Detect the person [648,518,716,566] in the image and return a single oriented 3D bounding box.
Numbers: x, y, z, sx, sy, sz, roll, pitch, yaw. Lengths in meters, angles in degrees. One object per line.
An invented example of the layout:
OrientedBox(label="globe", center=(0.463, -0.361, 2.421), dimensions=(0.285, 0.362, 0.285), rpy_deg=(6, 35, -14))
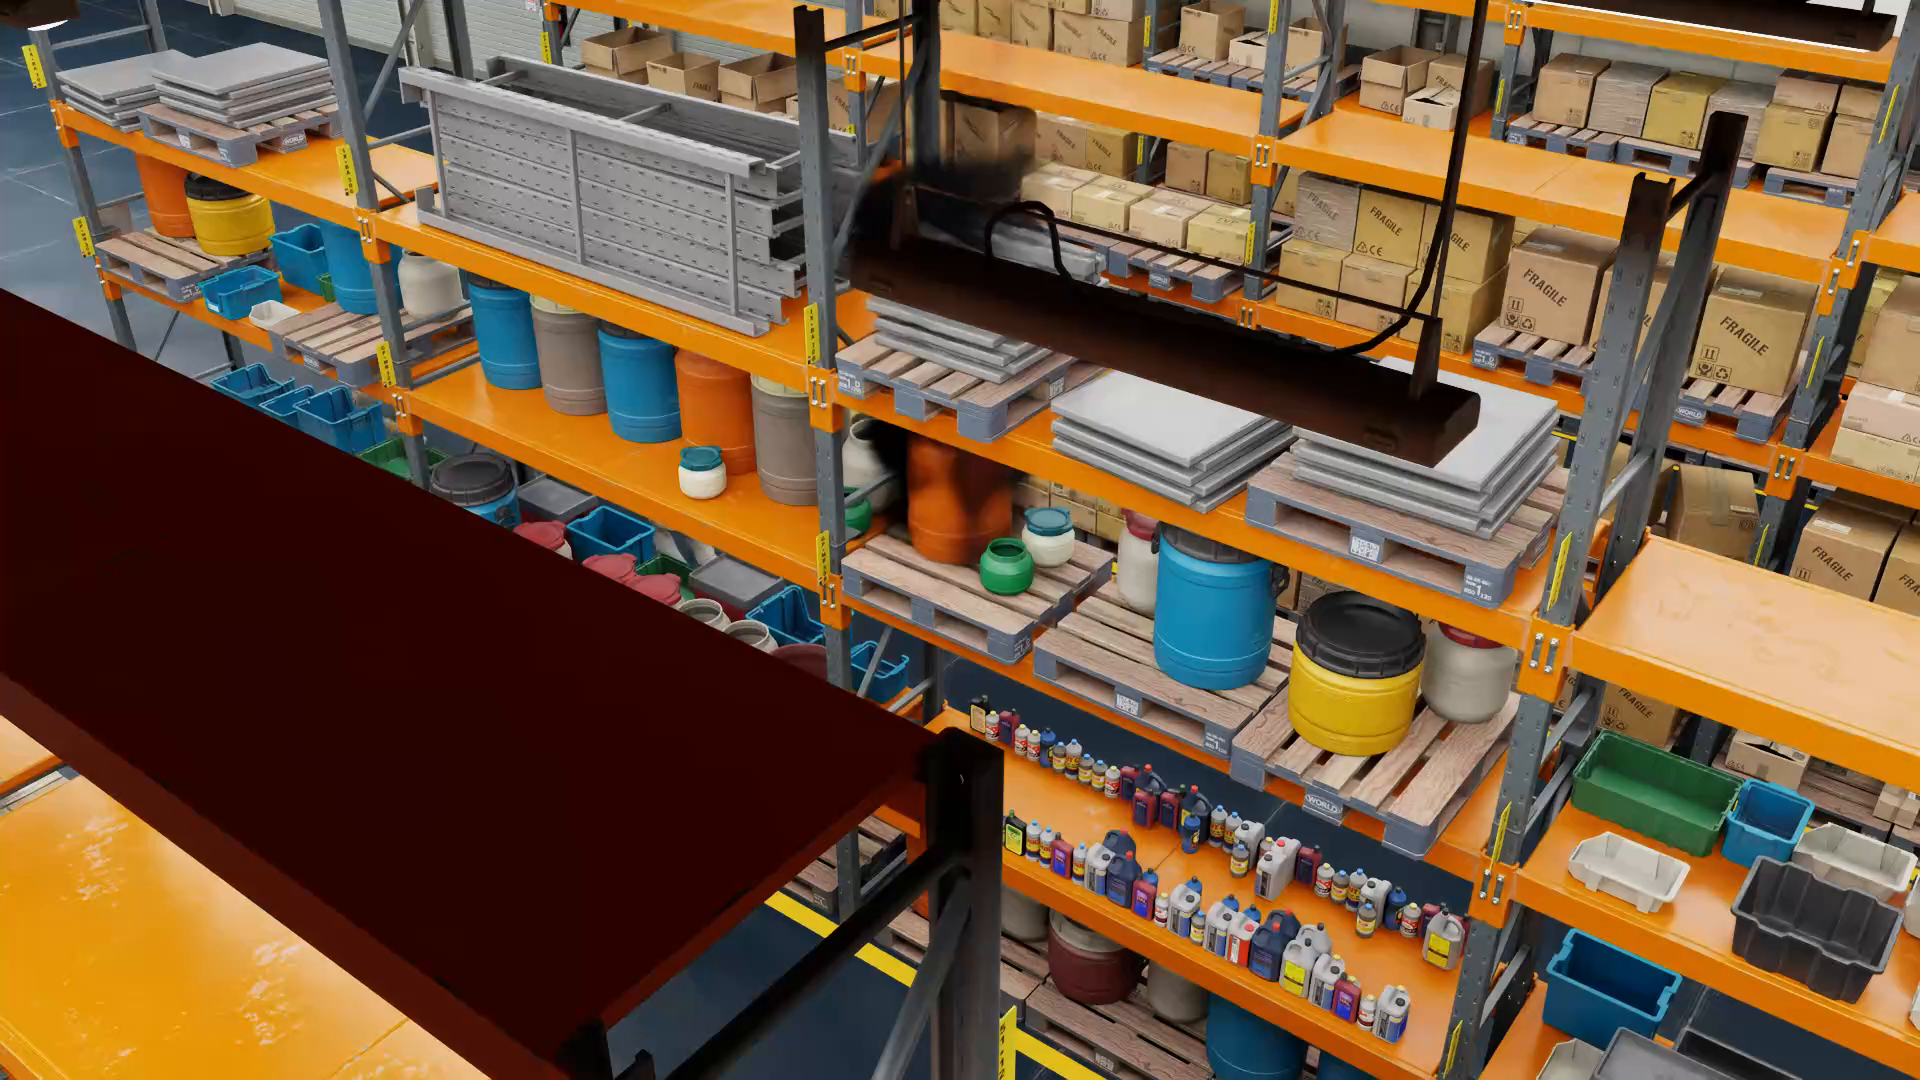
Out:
OrientedBox(label="person", center=(-2.379, -0.336, 14.134), dimensions=(0.777, 1.826, 0.685), rpy_deg=(17, 35, 25))

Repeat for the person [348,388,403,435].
OrientedBox(label="person", center=(-5.715, -1.364, 16.036), dimensions=(0.704, 1.539, 0.595), rpy_deg=(8, 32, 12))
